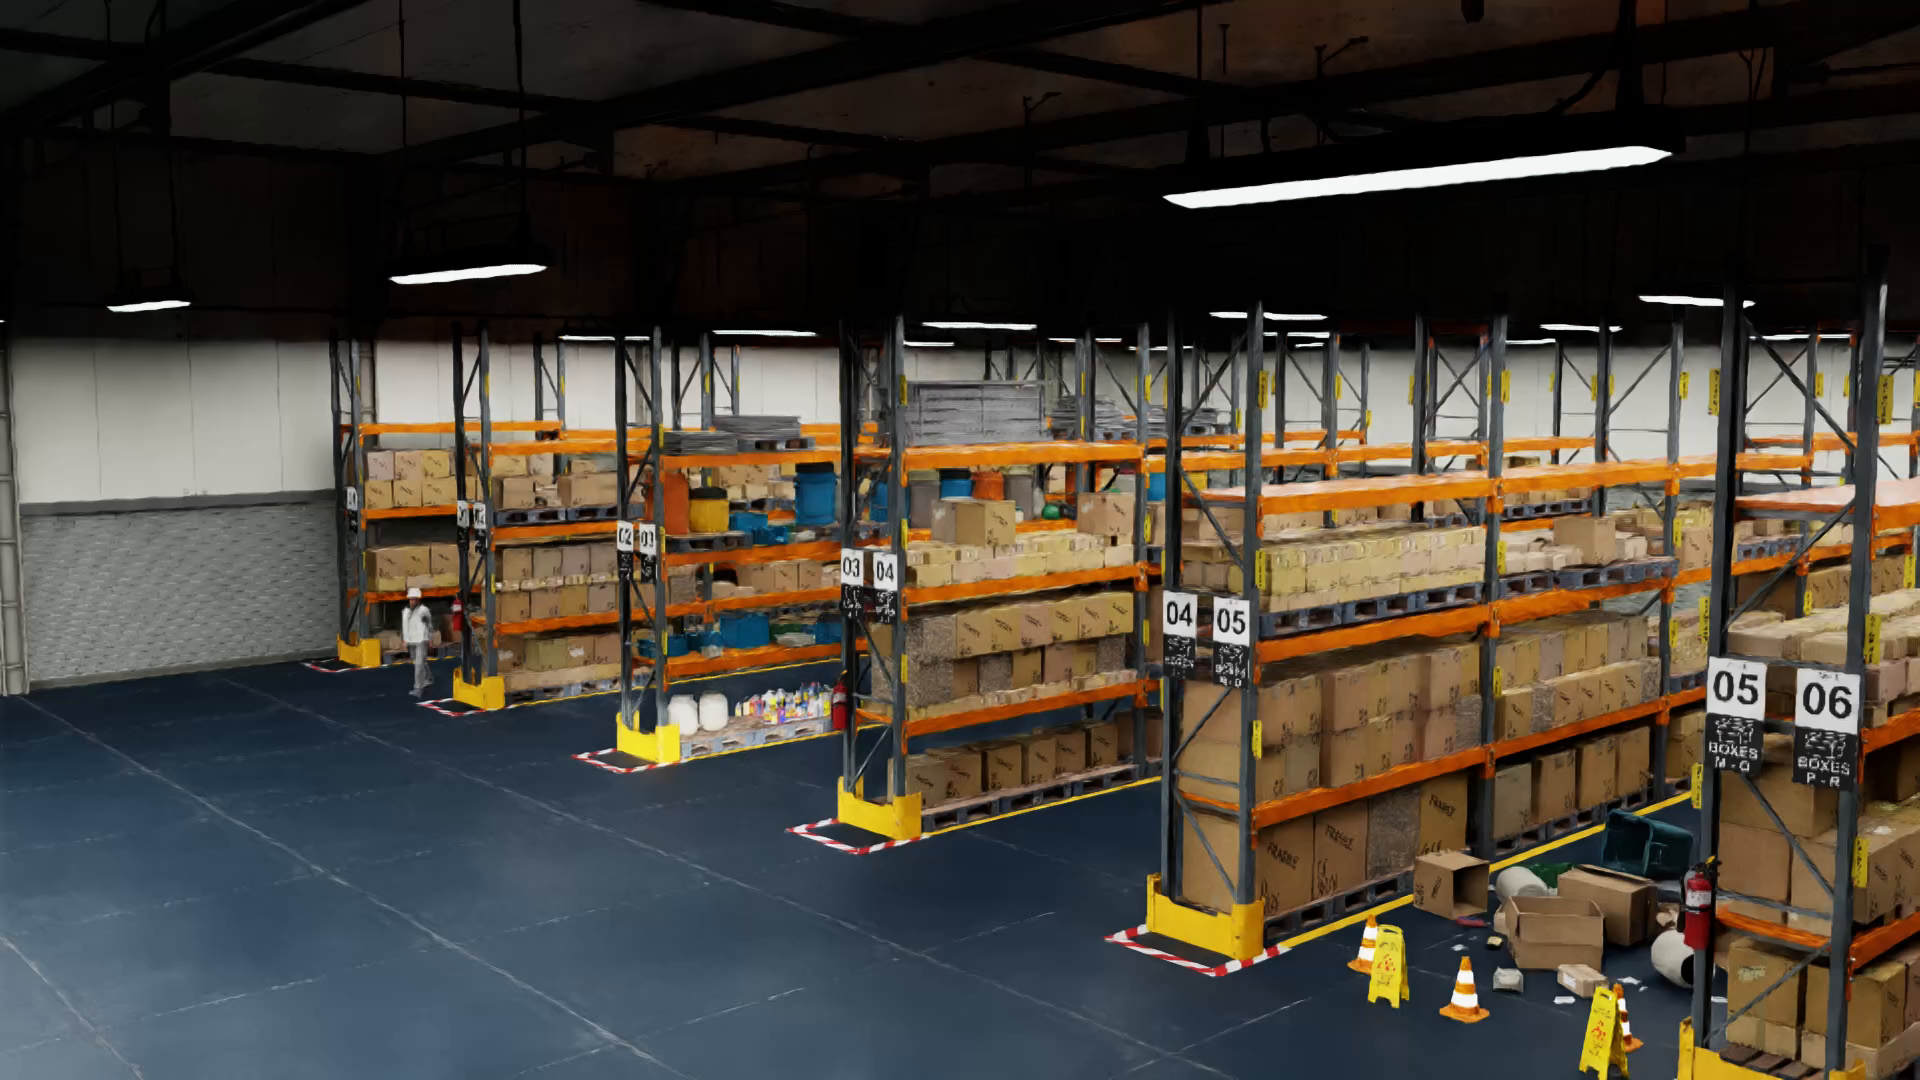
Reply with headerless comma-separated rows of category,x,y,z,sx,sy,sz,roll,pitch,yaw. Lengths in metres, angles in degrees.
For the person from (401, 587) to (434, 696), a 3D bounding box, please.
person,-8.826,1.631,27.003,0.595,1.744,0.924,3,6,24
